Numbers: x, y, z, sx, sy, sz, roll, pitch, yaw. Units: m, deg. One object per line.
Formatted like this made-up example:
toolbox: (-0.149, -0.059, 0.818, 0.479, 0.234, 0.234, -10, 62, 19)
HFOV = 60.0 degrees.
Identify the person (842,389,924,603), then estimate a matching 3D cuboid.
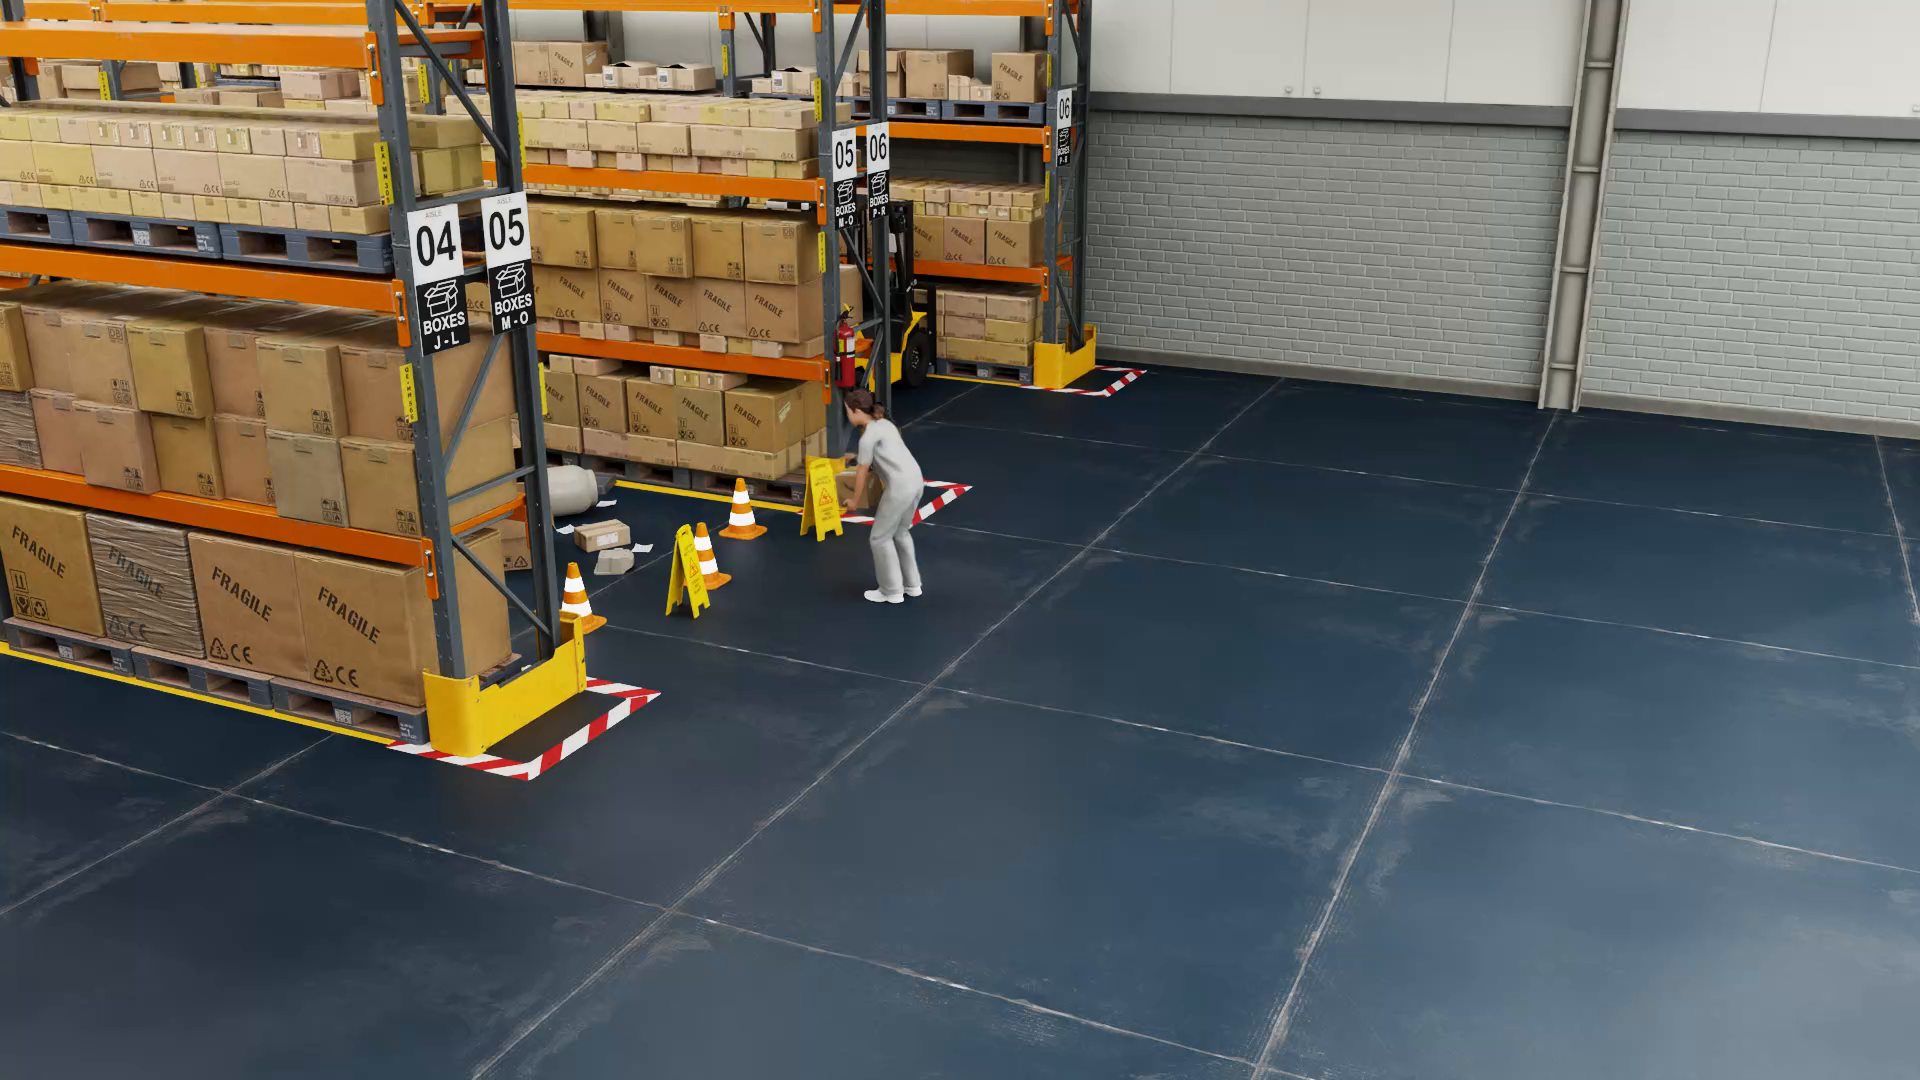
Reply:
person: (-0.559, -0.316, 12.160, 0.576, 1.563, 0.410, 8, 21, 22)
